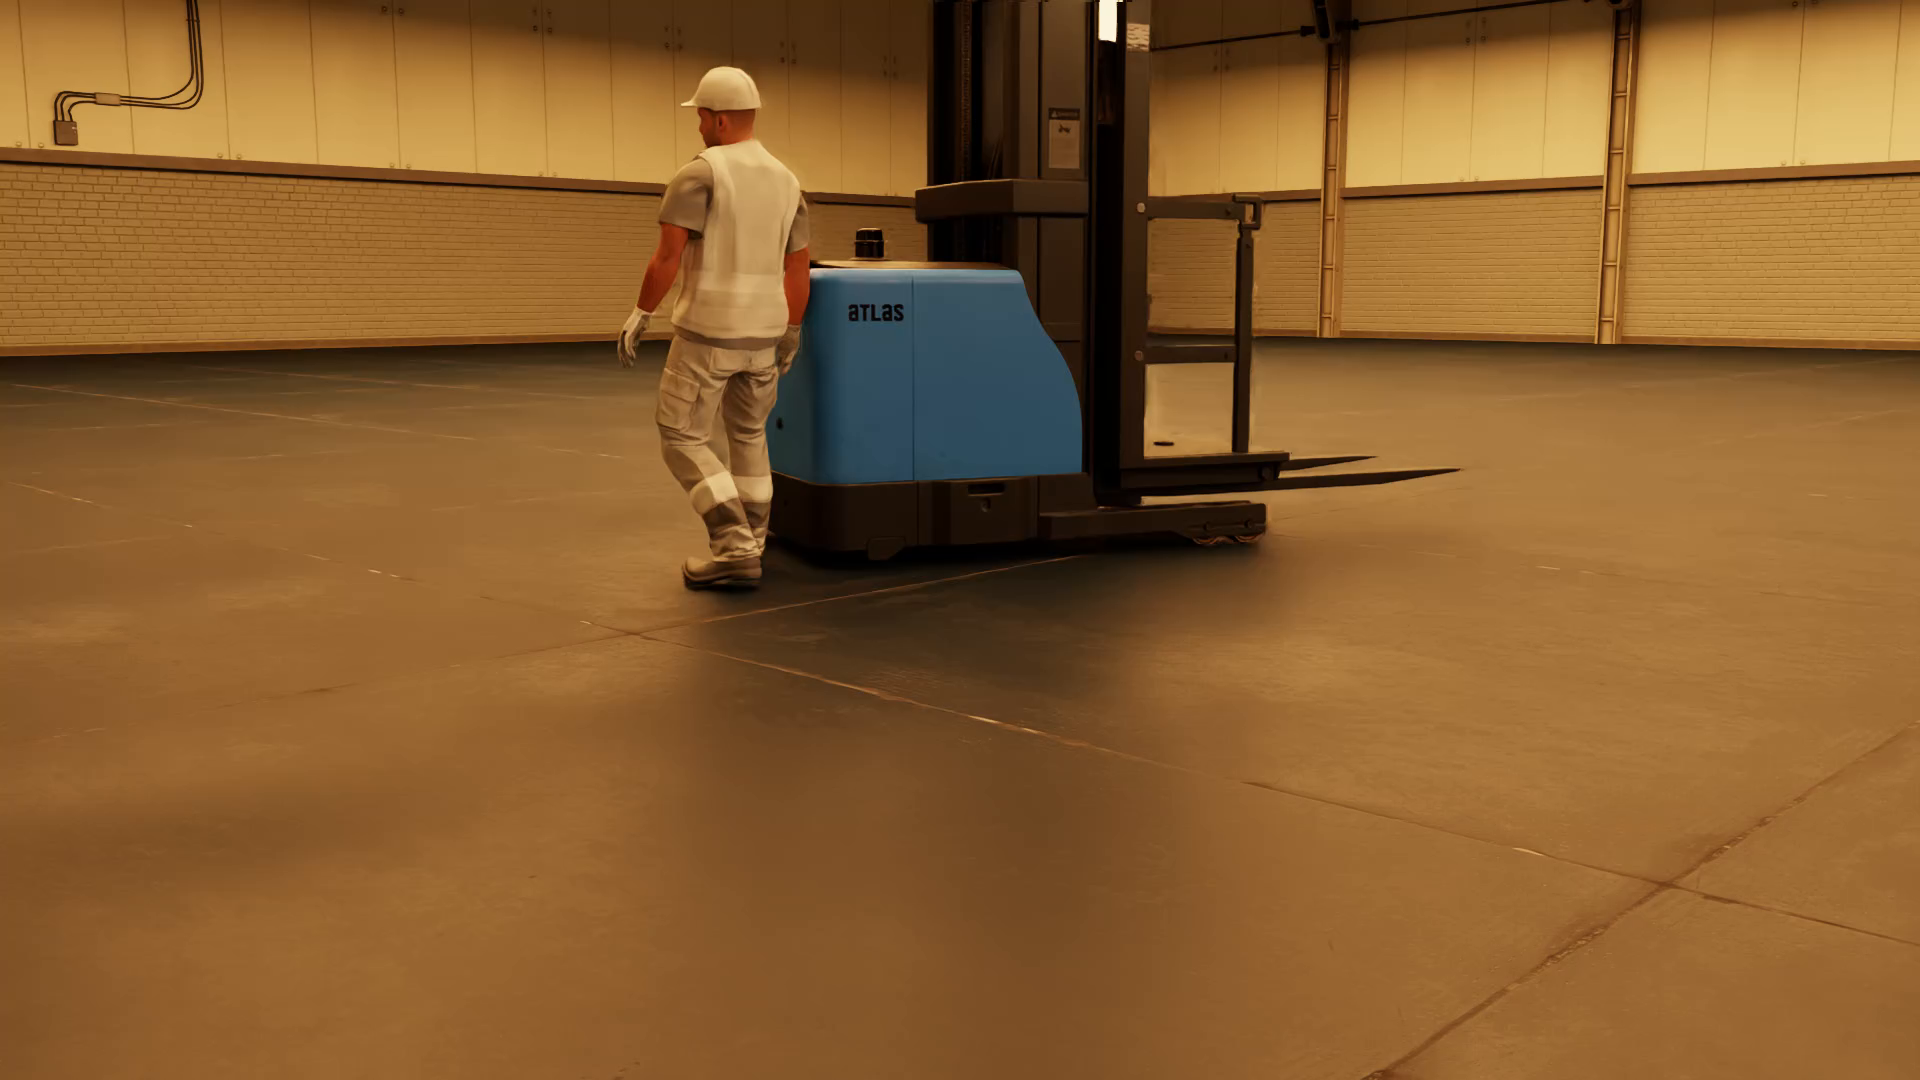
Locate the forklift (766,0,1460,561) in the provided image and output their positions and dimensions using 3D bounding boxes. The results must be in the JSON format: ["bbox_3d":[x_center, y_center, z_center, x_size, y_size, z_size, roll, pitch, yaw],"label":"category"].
[{"bbox_3d":[0.673,-1.493,6.792,3.031,2.935,1.130,-4,9,-23],"label":"forklift"}]

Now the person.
[{"bbox_3d":[-0.874,-0.724,5.748,0.652,1.744,0.747,8,12,42],"label":"person"}]
